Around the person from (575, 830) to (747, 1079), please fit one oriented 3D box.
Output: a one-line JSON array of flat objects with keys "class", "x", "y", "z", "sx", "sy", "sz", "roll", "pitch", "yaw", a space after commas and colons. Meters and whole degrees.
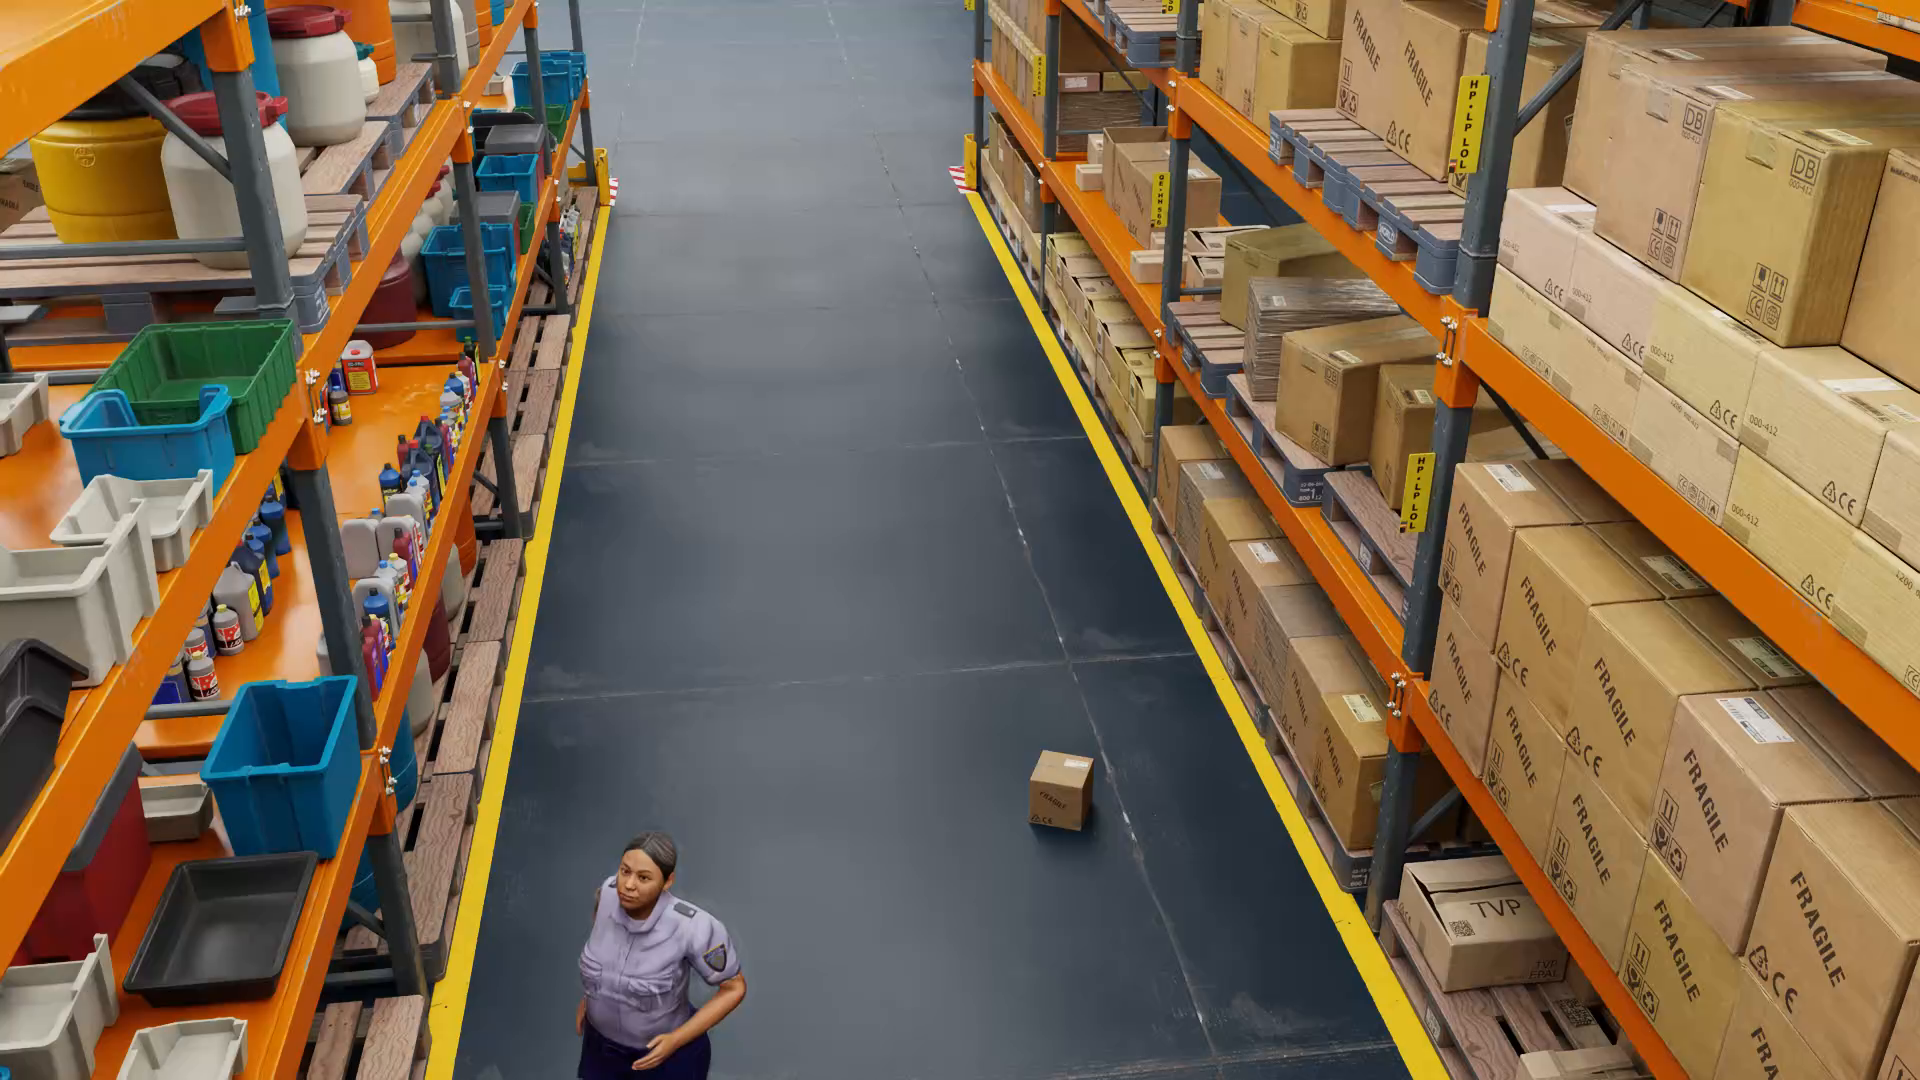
[{"class": "person", "x": -1.038, "y": 1.696, "z": 5.402, "sx": 0.642, "sy": 1.628, "sz": 0.741, "roll": 12, "pitch": 30, "yaw": 22}]
